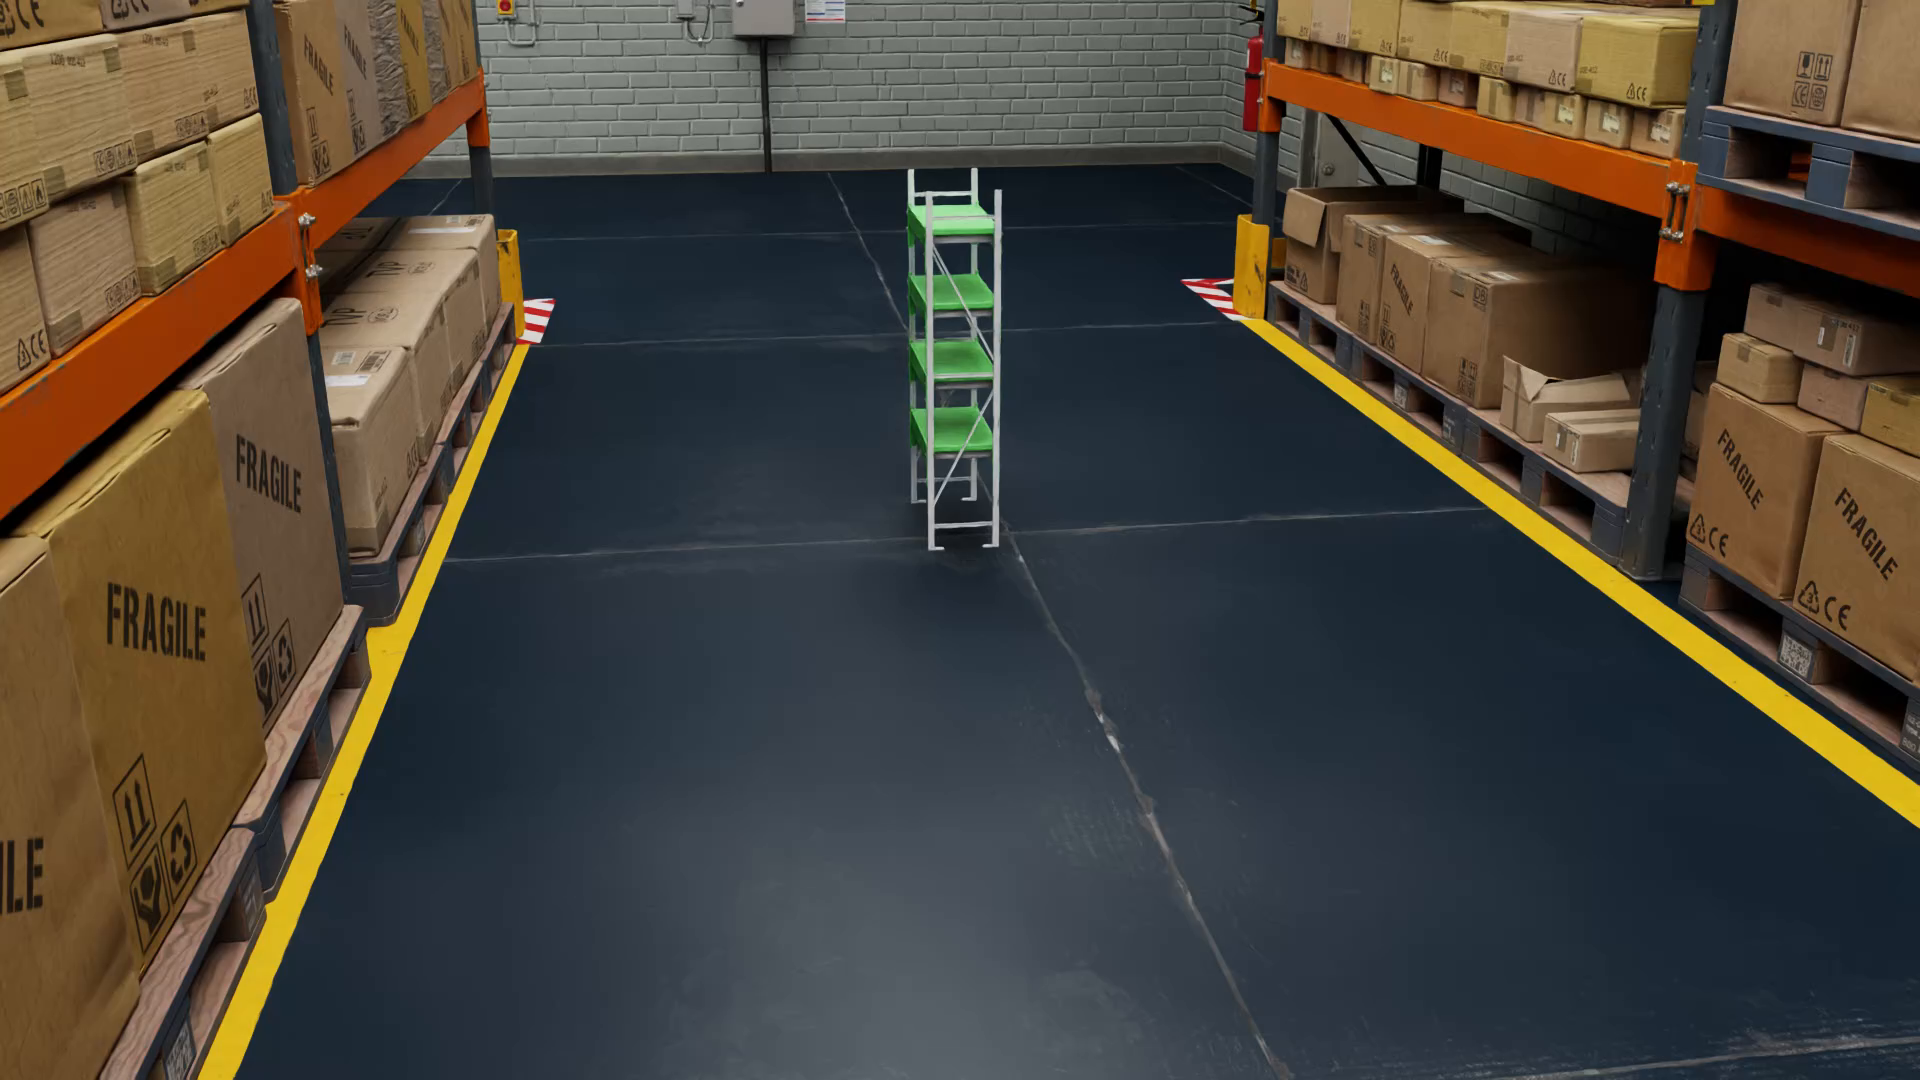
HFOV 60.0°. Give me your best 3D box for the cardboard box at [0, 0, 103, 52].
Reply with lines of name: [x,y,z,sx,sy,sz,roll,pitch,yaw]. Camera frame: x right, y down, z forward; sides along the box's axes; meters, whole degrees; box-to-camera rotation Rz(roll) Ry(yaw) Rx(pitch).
cardboard box: [-1.807,-1.077,2.741,0.500,0.500,0.500,-2,21,-6]

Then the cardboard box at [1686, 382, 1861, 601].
cardboard box: [2.503,-0.158,4.823,0.500,0.500,0.500,-2,21,-5]

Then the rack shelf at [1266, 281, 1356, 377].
rack shelf: [-11.733,0.255,1.034,30.696,2.800,11.642,-3,21,-8]

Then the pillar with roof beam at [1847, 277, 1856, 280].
pillar with roof beam: [-0.812,-4.190,4.075,9.100,9.000,0.400,-3,21,-8]

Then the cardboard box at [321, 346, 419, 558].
cardboard box: [-2.239,-0.278,5.236,0.875,0.438,0.875,-3,21,-9]

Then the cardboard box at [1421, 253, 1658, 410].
cardboard box: [2.308,-0.847,6.670,0.700,0.500,0.500,-4,21,-10]

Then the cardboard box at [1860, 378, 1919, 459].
cardboard box: [2.609,-0.322,4.338,0.380,0.149,0.250,-4,21,-11]

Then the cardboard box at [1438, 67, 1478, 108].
cardboard box: [2.155,-1.826,6.677,0.380,0.149,0.250,-3,21,-8]

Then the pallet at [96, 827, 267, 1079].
pallet: [-1.890,0.934,2.914,1.003,0.211,1.213,-3,21,-8]

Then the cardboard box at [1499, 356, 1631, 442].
cardboard box: [2.234,-0.528,6.151,0.396,0.266,0.258,-2,21,-6]

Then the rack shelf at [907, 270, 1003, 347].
rack shelf: [-0.024,-0.784,5.598,0.258,0.148,0.480,-3,21,-8]

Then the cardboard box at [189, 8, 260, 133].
cardboard box: [-1.951,-1.083,3.828,0.500,0.250,0.500,-3,21,-8]

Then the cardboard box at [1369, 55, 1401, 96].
cardboard box: [1.992,-2.002,7.148,0.380,0.149,0.250,-4,21,-9]

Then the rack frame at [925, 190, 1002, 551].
rack frame: [0.011,-0.535,5.433,0.240,1.200,0.015,-3,21,-8]

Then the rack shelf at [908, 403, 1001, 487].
rack shelf: [-0.024,-0.335,5.766,0.258,0.148,0.480,-3,21,-8]

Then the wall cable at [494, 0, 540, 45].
wall cable: [-3.668,-4.886,13.013,0.585,1.953,0.123,-3,21,-8]

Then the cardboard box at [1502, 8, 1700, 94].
cardboard box: [2.254,-1.717,5.814,0.500,0.250,0.500,-3,21,-8]

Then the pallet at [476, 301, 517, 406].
pallet: [-2.639,-0.865,7.730,1.003,0.211,1.213,-3,21,-8]

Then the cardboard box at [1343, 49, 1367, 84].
cardboard box: [1.986,-2.185,7.638,0.380,0.149,0.250,-2,21,-6]

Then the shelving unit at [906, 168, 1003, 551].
shelving unit: [-0.024,-0.619,5.660,0.258,1.200,0.503,-3,21,-8]

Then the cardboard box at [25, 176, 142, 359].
cardboard box: [-1.815,-0.494,2.966,0.500,0.250,0.500,-3,21,-9]

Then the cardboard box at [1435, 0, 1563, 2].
cardboard box: [2.095,-2.426,6.642,0.500,0.500,0.500,-2,21,-6]

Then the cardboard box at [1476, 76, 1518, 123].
cardboard box: [2.164,-1.648,6.200,0.380,0.149,0.250,-3,21,-9]

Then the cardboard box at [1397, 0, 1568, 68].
cardboard box: [2.122,-2.068,6.756,0.500,0.250,0.500,-3,21,-9]

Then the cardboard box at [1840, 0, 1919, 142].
cardboard box: [2.579,-1.196,3.889,0.700,0.500,0.500,-3,21,-7]

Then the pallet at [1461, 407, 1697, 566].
pallet: [2.558,-0.242,6.063,1.003,0.211,1.213,-3,21,-8]

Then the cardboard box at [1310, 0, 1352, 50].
cardboard box: [1.951,-2.419,7.696,0.500,0.250,0.500,-3,21,-7]

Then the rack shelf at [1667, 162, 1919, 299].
rack shelf: [2.944,-0.281,3.210,1.077,0.370,4.000,-3,21,-8]

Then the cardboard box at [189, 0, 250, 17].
cardboard box: [-1.942,-1.432,3.692,0.500,0.500,0.500,-2,21,-6]

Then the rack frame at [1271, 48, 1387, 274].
rack frame: [2.076,-2.695,8.646,0.949,2.616,0.053,-3,21,-8]

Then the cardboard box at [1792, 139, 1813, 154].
cardboard box: [2.878,-1.323,5.331,0.380,0.149,0.250,-3,21,-8]

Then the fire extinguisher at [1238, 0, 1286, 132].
fire extinguisher: [1.601,-2.512,8.799,0.296,0.674,0.183,-3,21,-8]

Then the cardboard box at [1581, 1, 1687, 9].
cardboard box: [2.700,-1.917,6.351,0.500,0.250,0.500,-2,21,-7]

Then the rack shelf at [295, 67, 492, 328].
rack shelf: [-2.543,-1.415,6.244,1.077,0.370,4.000,-3,21,-8]

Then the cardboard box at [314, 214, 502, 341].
cardboard box: [-2.638,-1.217,7.749,0.875,0.438,0.875,-4,21,-10]

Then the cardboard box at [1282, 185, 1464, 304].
cardboard box: [2.074,-1.506,8.430,0.797,0.503,0.637,-4,21,-10]

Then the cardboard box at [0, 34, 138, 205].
cardboard box: [-1.791,-0.731,2.886,0.500,0.250,0.500,-2,21,-6]

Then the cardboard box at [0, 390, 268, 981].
cardboard box: [-1.949,0.263,3.163,0.875,0.875,0.875,-2,21,-6]

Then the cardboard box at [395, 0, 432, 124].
cardboard box: [-2.272,-1.807,6.124,0.500,0.500,0.500,-2,21,-6]

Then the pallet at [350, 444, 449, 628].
pallet: [-2.287,-0.020,5.468,1.003,0.211,1.213,-3,21,-8]

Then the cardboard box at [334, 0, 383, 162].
cardboard box: [-2.132,-1.456,5.185,0.500,0.500,0.500,-3,21,-7]
